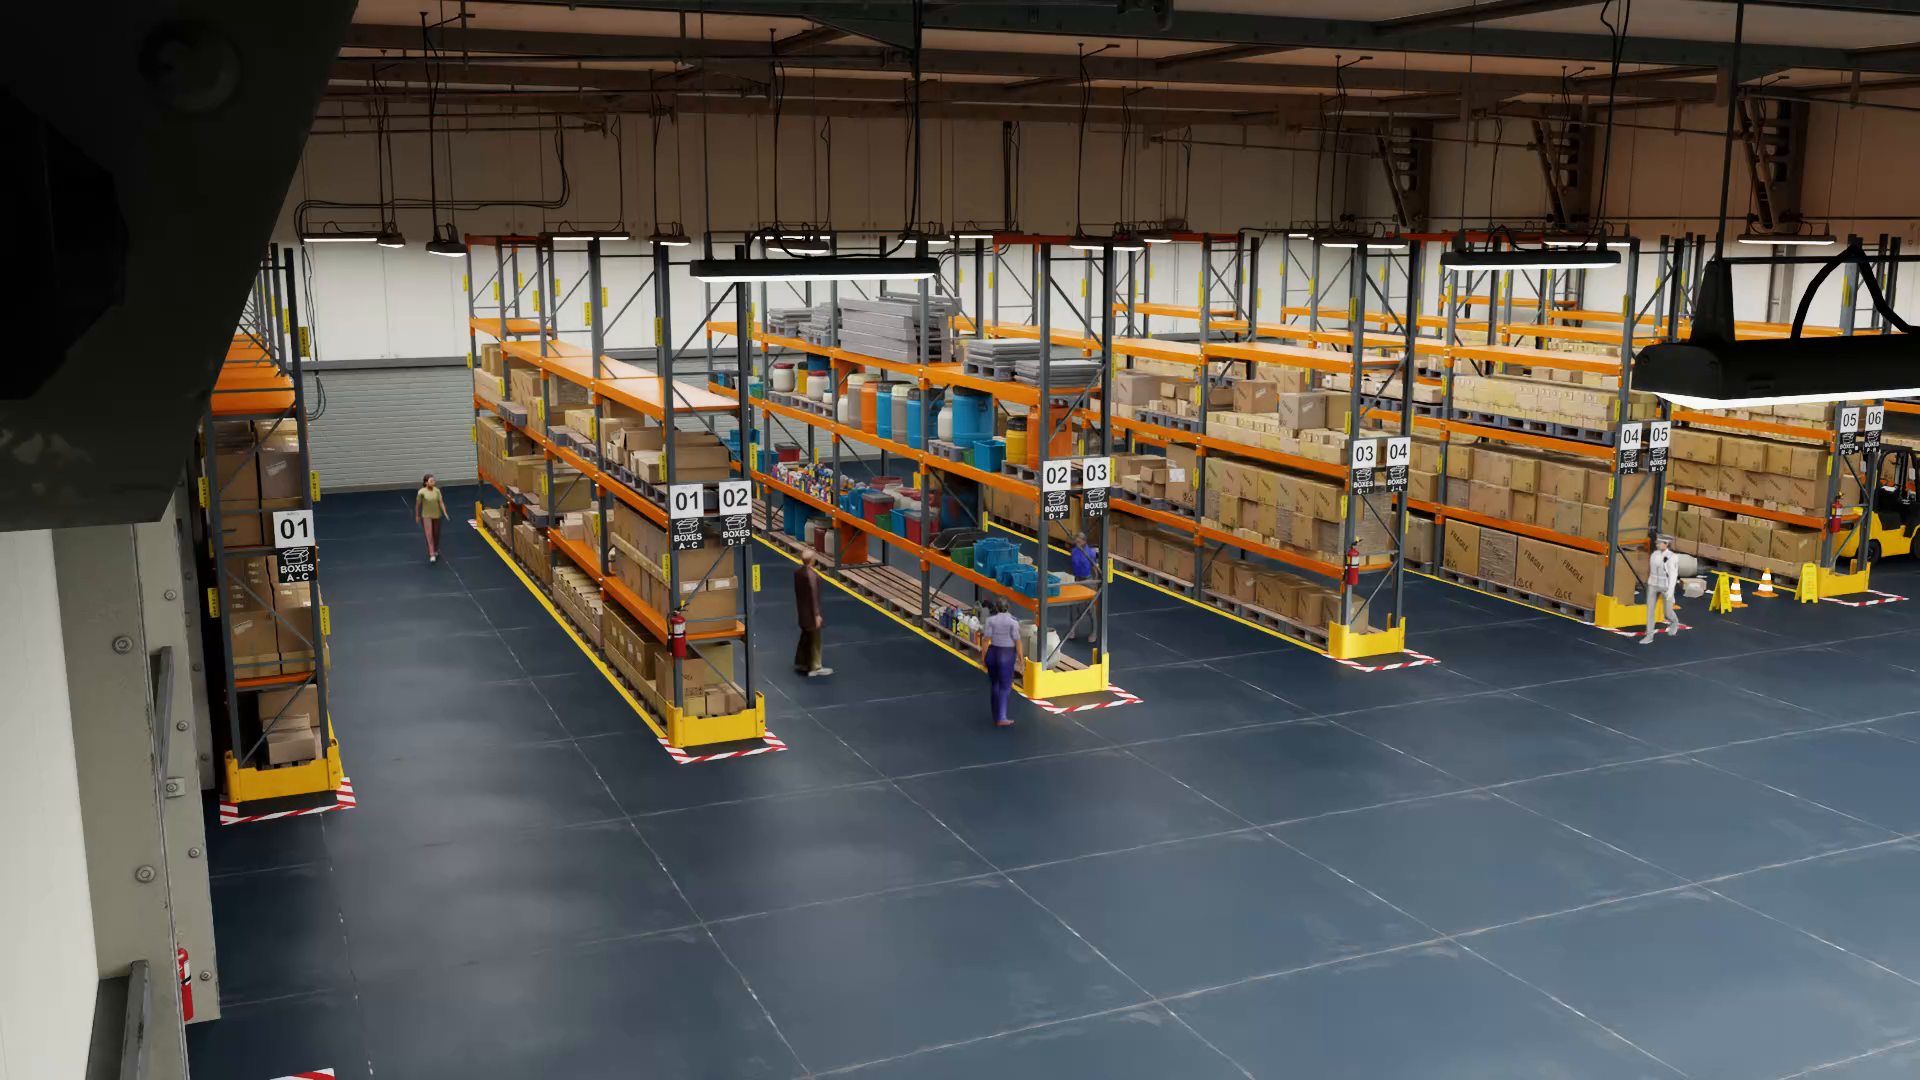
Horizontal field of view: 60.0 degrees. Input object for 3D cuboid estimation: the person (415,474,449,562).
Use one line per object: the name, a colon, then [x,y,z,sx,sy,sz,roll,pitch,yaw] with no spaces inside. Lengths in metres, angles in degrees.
person: [-9.853,-0.433,31.027,0.568,1.615,1.039,-5,12,-26]

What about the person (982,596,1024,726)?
person: [0.569,1.536,21.042,0.506,1.696,0.469,10,15,42]

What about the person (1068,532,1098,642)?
person: [1.850,0.689,25.230,0.540,1.653,0.376,6,13,30]

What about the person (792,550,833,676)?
person: [-2.043,1.037,23.292,0.486,1.836,0.652,-3,11,-16]

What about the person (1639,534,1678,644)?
person: [10.587,0.713,25.054,0.443,1.666,0.773,9,14,39]
